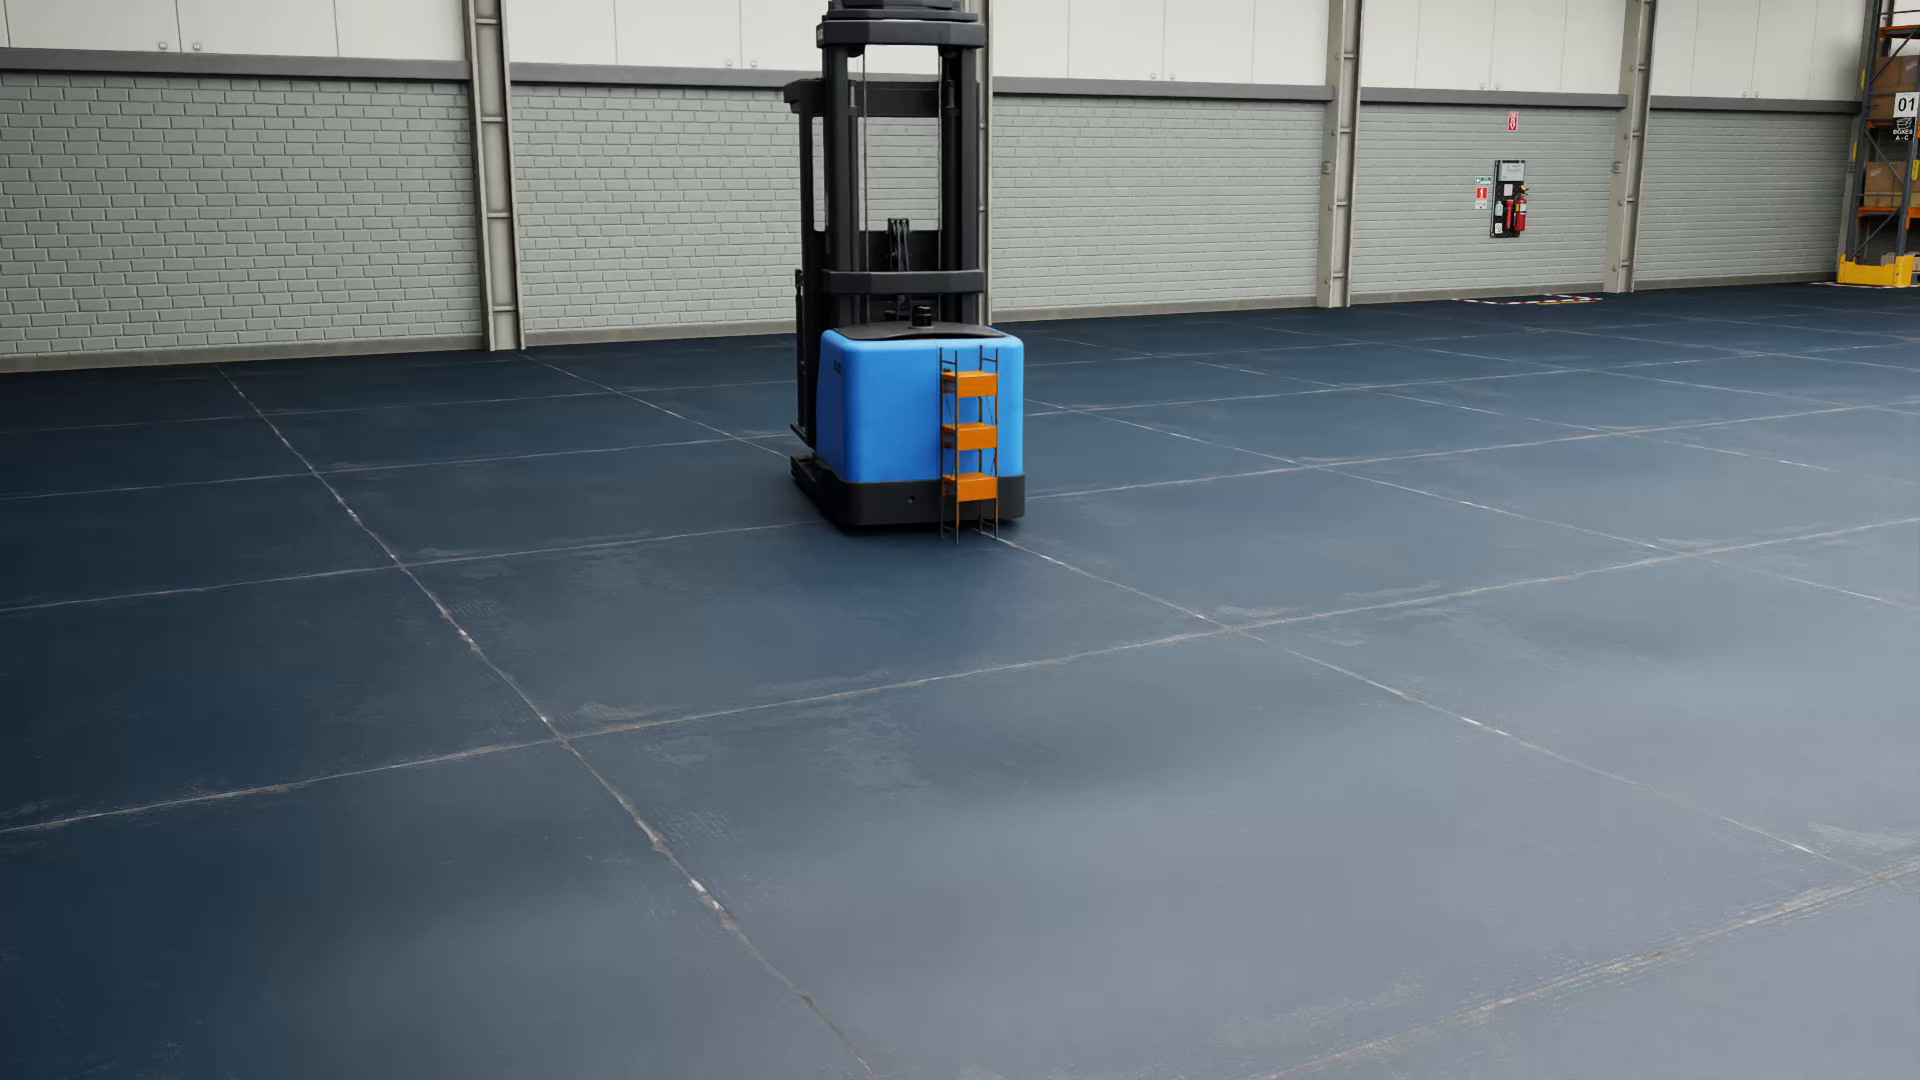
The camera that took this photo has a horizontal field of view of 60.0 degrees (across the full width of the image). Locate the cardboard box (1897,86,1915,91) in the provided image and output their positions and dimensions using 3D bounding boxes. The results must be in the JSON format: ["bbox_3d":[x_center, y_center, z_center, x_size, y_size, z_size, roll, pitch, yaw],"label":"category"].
[{"bbox_3d":[16.175,-7.401,28.058,0.500,0.500,0.500,-6,14,-26],"label":"cardboard box"}]

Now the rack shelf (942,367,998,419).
[{"bbox_3d":[0.047,-0.784,8.956,0.240,0.259,0.215,-6,14,-27],"label":"rack shelf"}]

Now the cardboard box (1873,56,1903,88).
[{"bbox_3d":[16.015,-7.998,28.432,0.500,0.500,0.500,-6,14,-25],"label":"cardboard box"}]

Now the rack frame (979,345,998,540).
[{"bbox_3d":[0.156,-0.530,9.070,0.008,1.050,0.200,-6,14,-27],"label":"rack frame"}]

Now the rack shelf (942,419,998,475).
[{"bbox_3d":[0.048,-0.507,9.018,0.240,0.259,0.215,-6,14,-27],"label":"rack shelf"}]

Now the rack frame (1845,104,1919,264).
[{"bbox_3d":[15.762,-5.892,28.459,0.127,3.000,1.000,-7,14,-28],"label":"rack frame"}]

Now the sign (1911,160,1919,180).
[{"bbox_3d":[16.022,-6.210,27.899,0.005,0.325,0.100,-7,14,-28],"label":"sign"}]

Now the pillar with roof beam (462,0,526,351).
[{"bbox_3d":[-3.041,-5.705,13.963,0.400,9.000,9.100,-7,14,-28],"label":"pillar with roof beam"}]

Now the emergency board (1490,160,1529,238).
[{"bbox_3d":[8.508,-5.249,25.599,0.643,1.169,0.194,-7,14,-28],"label":"emergency board"}]

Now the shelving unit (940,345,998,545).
[{"bbox_3d":[0.048,-0.517,9.016,0.252,1.050,0.215,-6,14,-27],"label":"shelving unit"}]

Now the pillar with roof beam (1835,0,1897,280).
[{"bbox_3d":[18.025,-8.230,25.182,0.400,9.000,9.100,-7,14,-28],"label":"pillar with roof beam"}]

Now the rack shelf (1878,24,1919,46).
[{"bbox_3d":[17.517,-8.677,28.814,4.000,0.370,1.077,-7,14,-28],"label":"rack shelf"}]

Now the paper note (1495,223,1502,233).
[{"bbox_3d":[8.320,-4.814,25.672,0.142,0.148,0.016,-7,14,-28],"label":"paper note"}]

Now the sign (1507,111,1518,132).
[{"bbox_3d":[8.453,-6.398,25.426,0.199,0.298,0.001,-7,14,-28],"label":"sign"}]

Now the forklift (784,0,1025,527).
[{"bbox_3d":[-0.477,-1.782,10.352,1.130,2.935,3.031,-3,13,-13],"label":"forklift"}]

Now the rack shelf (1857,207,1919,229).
[{"bbox_3d":[17.517,-5.752,29.473,4.000,0.370,1.077,-7,14,-28],"label":"rack shelf"}]

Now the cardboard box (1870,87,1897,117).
[{"bbox_3d":[16.007,-7.507,28.528,0.500,0.500,0.500,-6,14,-24],"label":"cardboard box"}]

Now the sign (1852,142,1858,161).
[{"bbox_3d":[15.514,-6.720,28.782,0.005,0.325,0.100,-7,14,-28],"label":"sign"}]

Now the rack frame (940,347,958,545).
[{"bbox_3d":[-0.061,-0.505,8.961,0.008,1.050,0.200,-6,14,-27],"label":"rack frame"}]

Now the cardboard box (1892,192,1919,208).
[{"bbox_3d":[16.342,-5.819,28.429,0.500,0.250,0.500,-7,15,-29],"label":"cardboard box"}]

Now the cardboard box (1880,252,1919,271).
[{"bbox_3d":[16.412,-4.850,28.952,0.500,0.311,0.500,-9,15,-34],"label":"cardboard box"}]

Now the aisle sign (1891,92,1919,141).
[{"bbox_3d":[15.843,-7.095,27.883,0.004,0.787,0.394,-7,14,-28],"label":"aisle sign"}]

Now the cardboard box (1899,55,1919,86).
[{"bbox_3d":[16.216,-7.896,27.979,0.500,0.500,0.500,-8,15,-32],"label":"cardboard box"}]

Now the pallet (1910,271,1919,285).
[{"bbox_3d":[16.559,-4.618,29.150,1.213,0.211,1.003,-7,14,-28],"label":"pallet"}]

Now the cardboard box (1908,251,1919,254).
[{"bbox_3d":[16.913,-4.910,29.218,0.500,0.311,0.500,-6,14,-23],"label":"cardboard box"}]

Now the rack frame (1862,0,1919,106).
[{"bbox_3d":[15.762,-8.819,27.800,0.127,3.000,1.000,-7,14,-28],"label":"rack frame"}]

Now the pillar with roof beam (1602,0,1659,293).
[{"bbox_3d":[12.758,-7.598,22.377,0.400,9.000,9.100,-7,14,-28],"label":"pillar with roof beam"}]

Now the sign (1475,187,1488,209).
[{"bbox_3d":[7.973,-5.228,25.425,0.234,0.329,0.001,-7,14,-28],"label":"sign"}]

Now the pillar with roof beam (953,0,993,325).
[{"bbox_3d":[2.225,-6.336,16.767,0.400,9.000,9.100,-7,14,-28],"label":"pillar with roof beam"}]

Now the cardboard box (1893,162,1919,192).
[{"bbox_3d":[16.325,-6.187,28.356,0.500,0.500,0.500,-7,14,-28],"label":"cardboard box"}]

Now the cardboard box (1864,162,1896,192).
[{"bbox_3d":[16.074,-6.285,28.793,0.500,0.500,0.500,-7,14,-28],"label":"cardboard box"}]

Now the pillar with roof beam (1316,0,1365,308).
[{"bbox_3d":[7.492,-6.967,19.572,0.400,9.000,9.100,-7,14,-28],"label":"pillar with roof beam"}]

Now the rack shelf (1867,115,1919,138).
[{"bbox_3d":[17.517,-7.215,29.143,4.000,0.370,1.077,-7,14,-28],"label":"rack shelf"}]

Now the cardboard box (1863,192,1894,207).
[{"bbox_3d":[16.079,-5.915,28.857,0.500,0.250,0.500,-7,14,-27],"label":"cardboard box"}]

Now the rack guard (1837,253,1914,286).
[{"bbox_3d":[15.829,-4.681,28.769,0.348,0.500,1.175,-7,14,-28],"label":"rack guard"}]

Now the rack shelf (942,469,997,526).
[{"bbox_3d":[0.048,-0.236,9.079,0.240,0.259,0.215,-6,14,-27],"label":"rack shelf"}]

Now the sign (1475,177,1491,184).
[{"bbox_3d":[7.982,-5.485,25.362,0.331,0.109,0.001,-7,14,-28],"label":"sign"}]

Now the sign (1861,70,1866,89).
[{"bbox_3d":[15.514,-7.897,28.517,0.005,0.325,0.100,-7,14,-28],"label":"sign"}]
